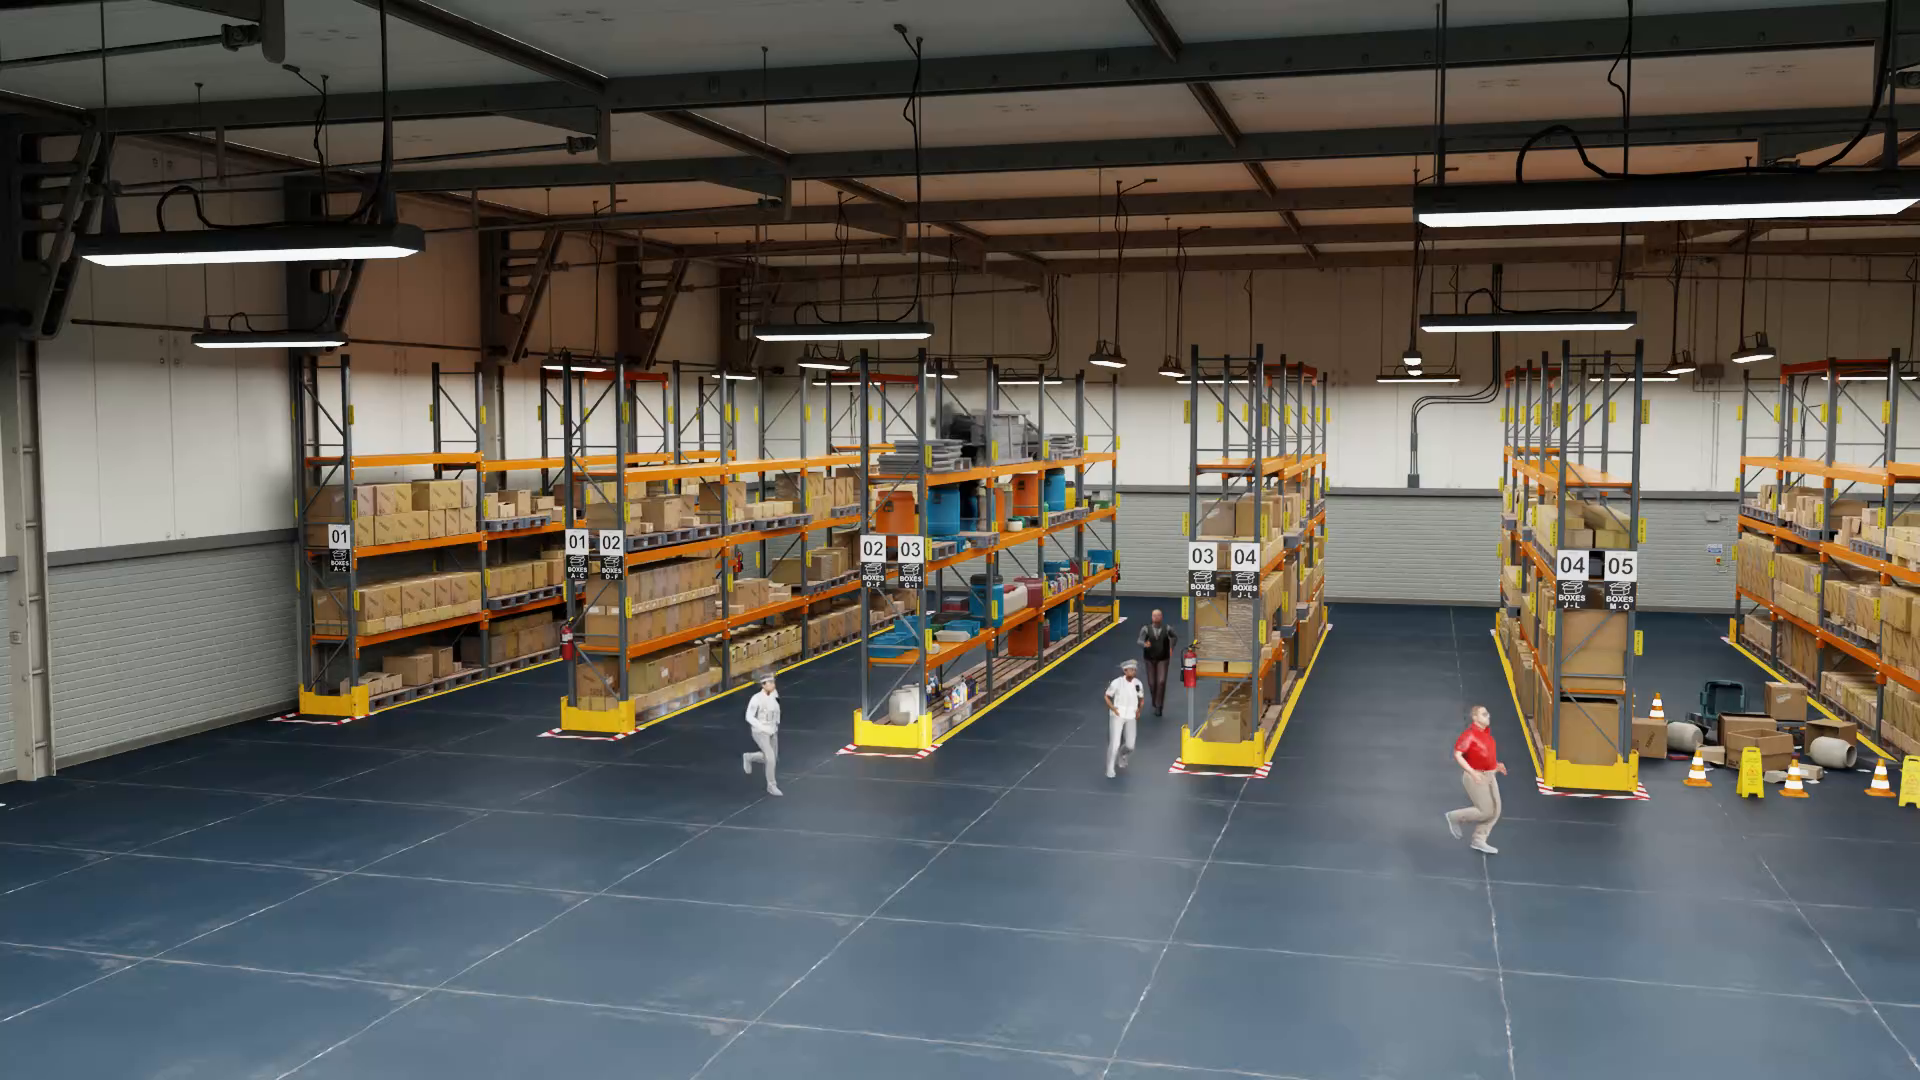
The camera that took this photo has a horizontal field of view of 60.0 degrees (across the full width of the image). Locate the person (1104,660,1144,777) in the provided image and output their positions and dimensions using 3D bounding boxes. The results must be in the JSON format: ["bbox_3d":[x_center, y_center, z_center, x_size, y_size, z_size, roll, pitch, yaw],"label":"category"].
[{"bbox_3d":[2.302,2.467,23.190,0.578,1.624,0.537,-1,4,-7],"label":"person"}]

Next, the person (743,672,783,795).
[{"bbox_3d":[-2.640,2.552,22.075,0.675,1.660,0.643,3,5,36],"label":"person"}]

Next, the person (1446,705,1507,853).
[{"bbox_3d":[5.942,2.740,19.123,0.602,1.676,0.664,4,6,44],"label":"person"}]

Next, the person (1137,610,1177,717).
[{"bbox_3d":[3.295,2.029,27.870,0.657,1.724,0.950,1,4,11],"label":"person"}]
